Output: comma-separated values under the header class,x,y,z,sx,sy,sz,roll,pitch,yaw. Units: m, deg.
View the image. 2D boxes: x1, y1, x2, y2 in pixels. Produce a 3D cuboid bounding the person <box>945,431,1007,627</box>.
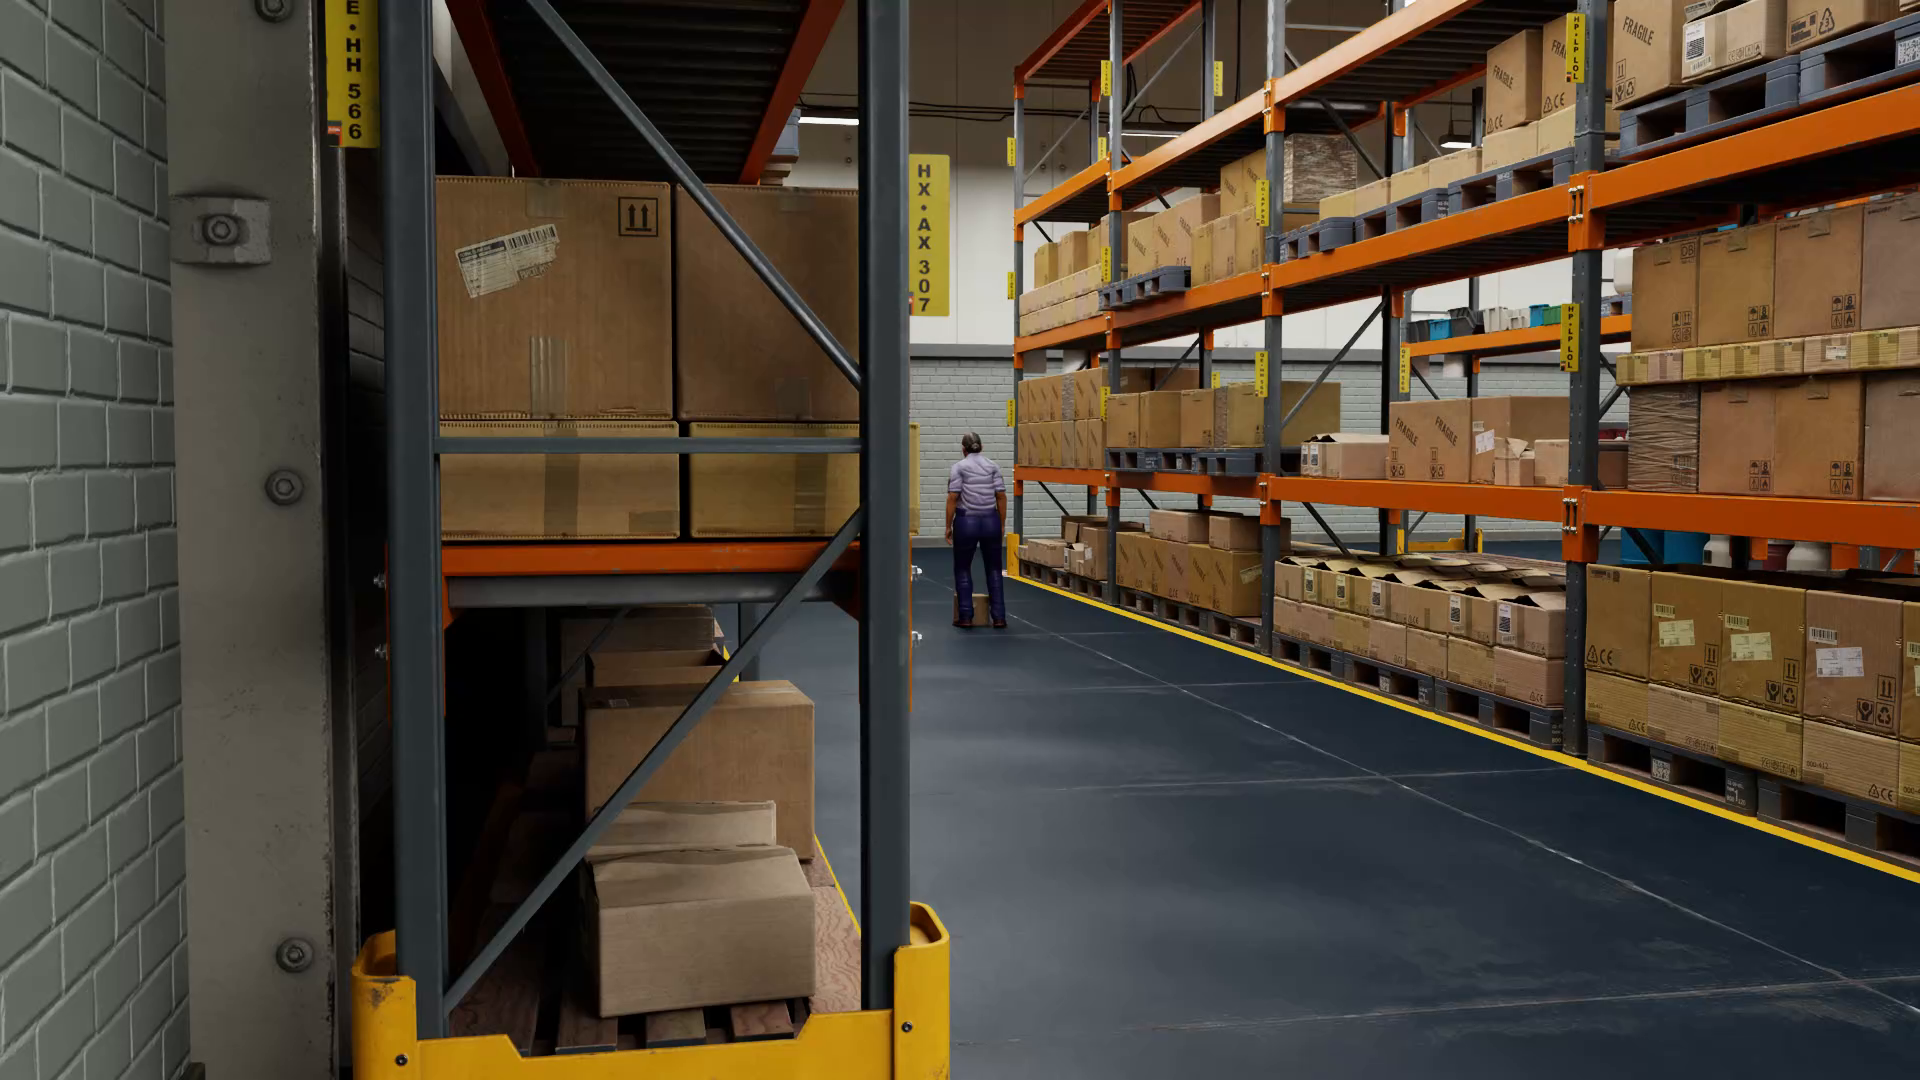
class,x,y,z,sx,sy,sz,roll,pitch,yaw
person,0.143,-0.089,14.037,0.561,1.652,0.422,-1,3,-15
